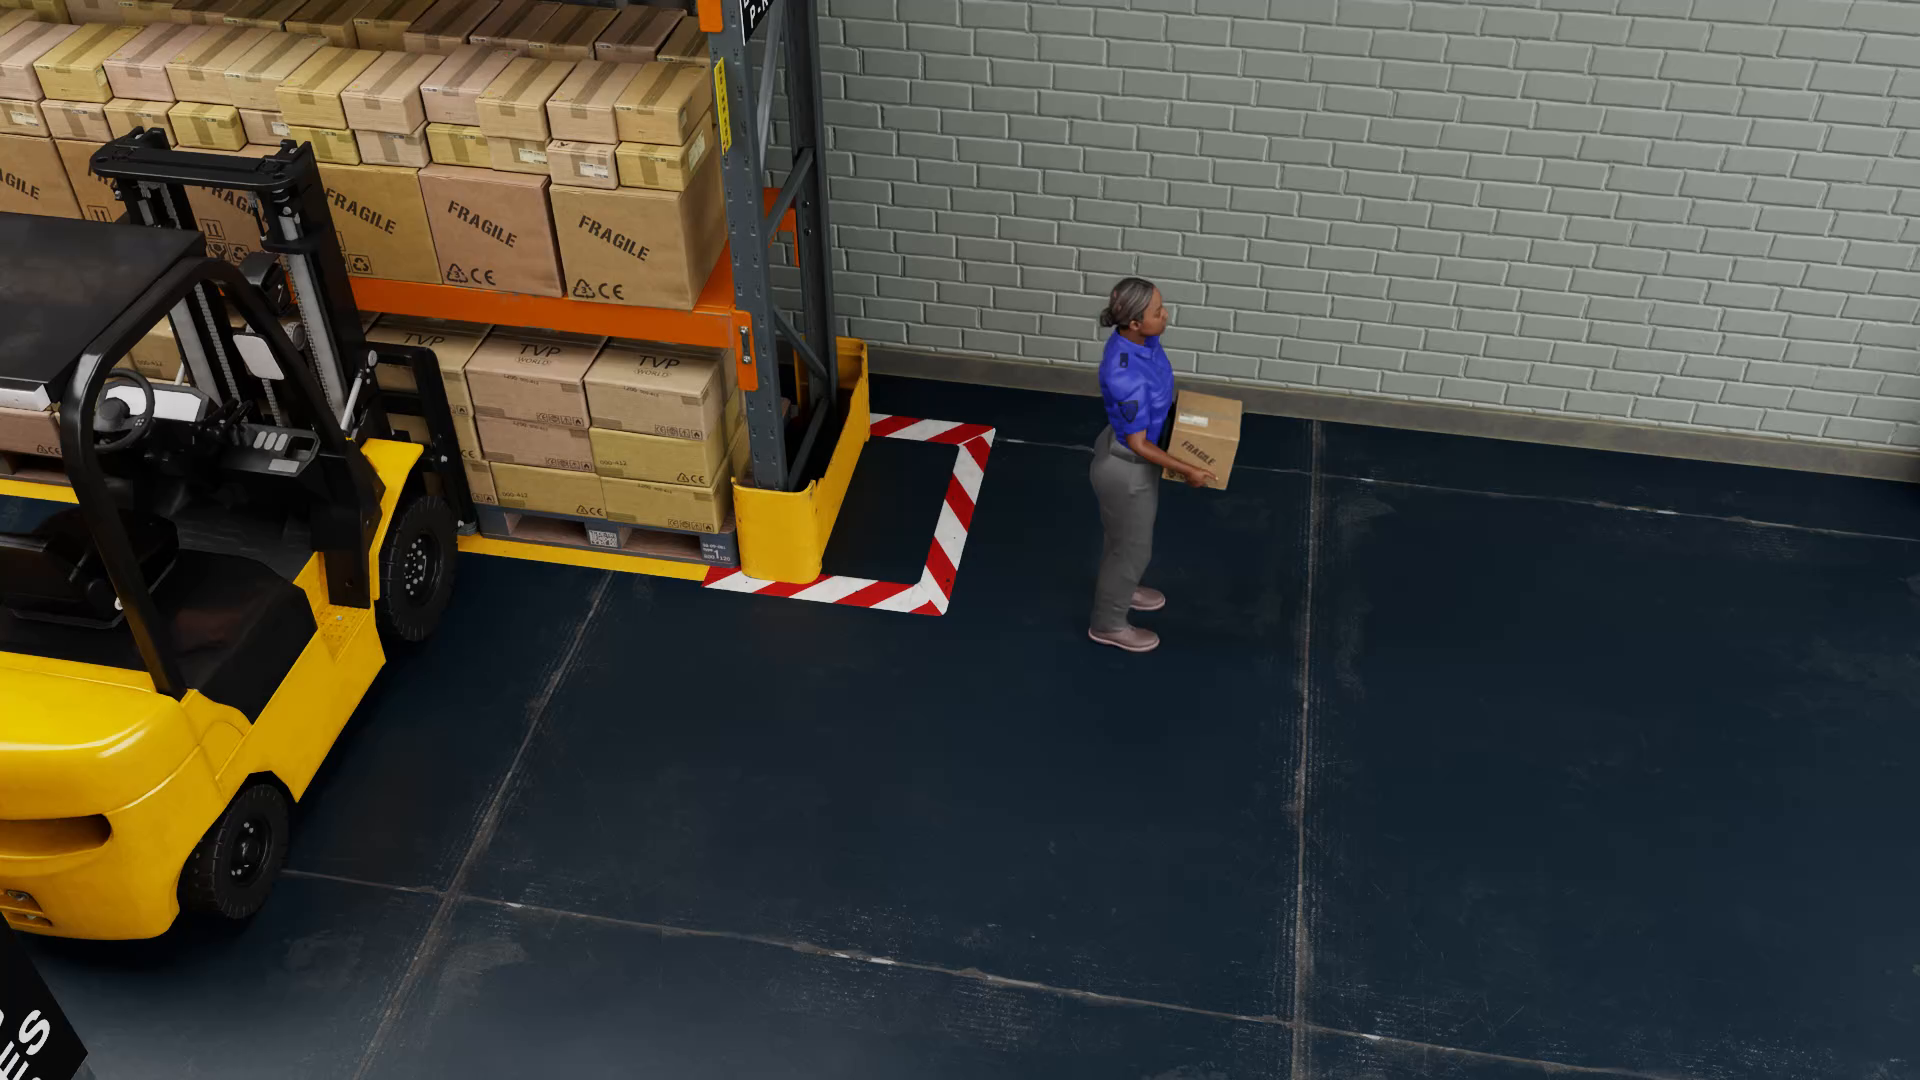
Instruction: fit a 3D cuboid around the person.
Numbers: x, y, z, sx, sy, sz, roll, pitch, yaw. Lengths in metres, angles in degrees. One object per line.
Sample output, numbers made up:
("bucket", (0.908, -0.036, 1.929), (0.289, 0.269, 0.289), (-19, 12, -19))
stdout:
("person", (0.756, -0.284, 6.492), (0.500, 1.653, 0.460), (6, 41, 7))
